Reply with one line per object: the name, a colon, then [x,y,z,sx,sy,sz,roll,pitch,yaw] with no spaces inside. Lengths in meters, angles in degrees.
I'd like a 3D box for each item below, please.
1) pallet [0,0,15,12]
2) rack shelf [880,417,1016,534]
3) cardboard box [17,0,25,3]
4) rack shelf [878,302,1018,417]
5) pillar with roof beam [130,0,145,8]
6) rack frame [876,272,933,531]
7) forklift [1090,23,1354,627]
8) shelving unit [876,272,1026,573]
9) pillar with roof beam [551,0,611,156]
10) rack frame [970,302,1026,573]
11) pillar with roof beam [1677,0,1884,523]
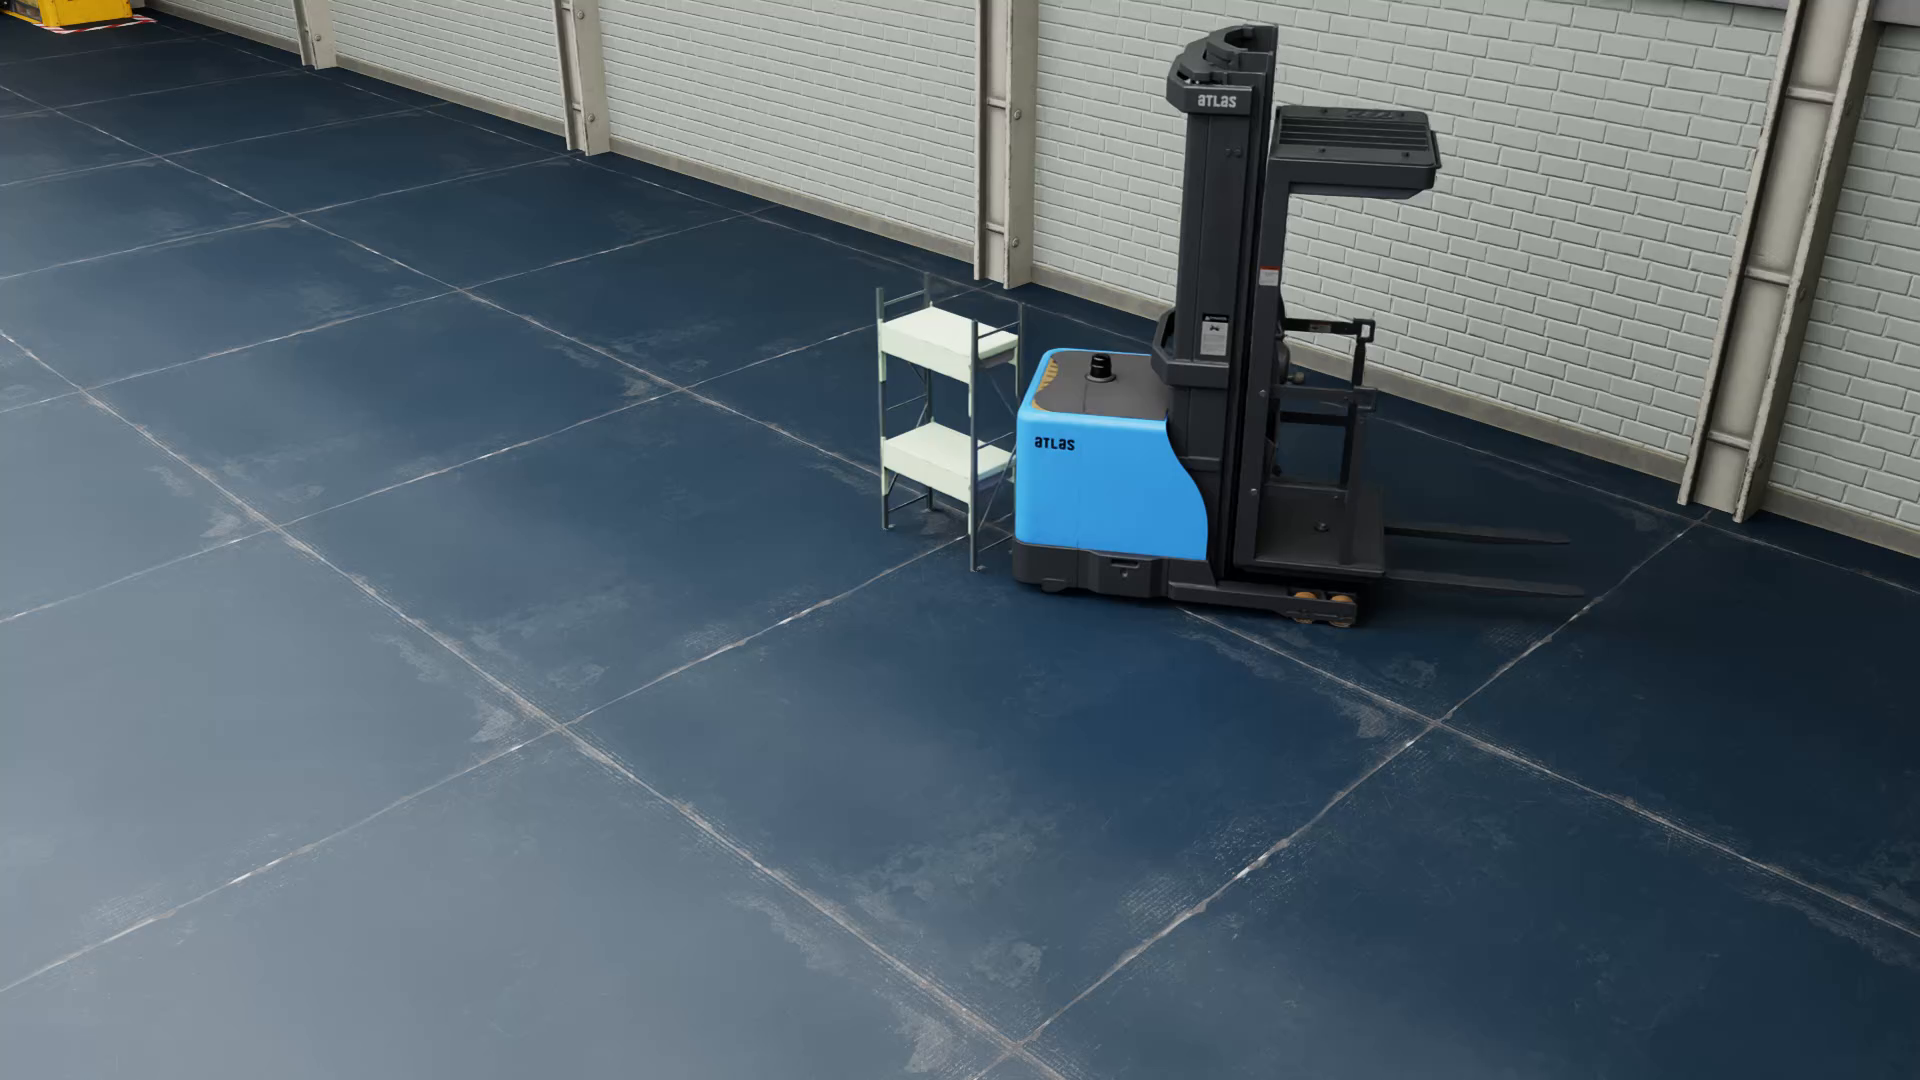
pallet: [-14.051,-8.247,25.207,1.213,0.211,1.003,25,36,38]
rack shelf: [-0.054,-0.379,9.560,0.720,0.370,0.431,25,36,38]
cardboard box: [-15.544,-10.533,25.732,1.068,3.350,6.811,-25,37,-39]
rack shelf: [-0.054,-1.013,9.227,0.720,0.370,0.431,25,36,38]
pillar with roof beam: [-15.493,-10.600,20.241,0.400,9.000,9.100,25,36,38]
rack frame: [-0.315,-0.787,9.636,0.023,1.500,0.400,25,36,38]
forklift: [1.859,-1.101,8.695,3.031,2.935,1.121,5,28,10]
shelving unit: [-0.054,-0.668,9.408,0.755,1.500,0.431,25,36,38]
pillar with roof beam: [-6.936,-6.685,12.794,0.400,9.000,9.100,25,36,38]
rack frame: [0.206,-0.548,9.181,0.023,1.500,0.400,25,36,38]
pillar with roof beam: [1.621,-2.770,5.348,0.400,9.000,9.100,25,36,38]
